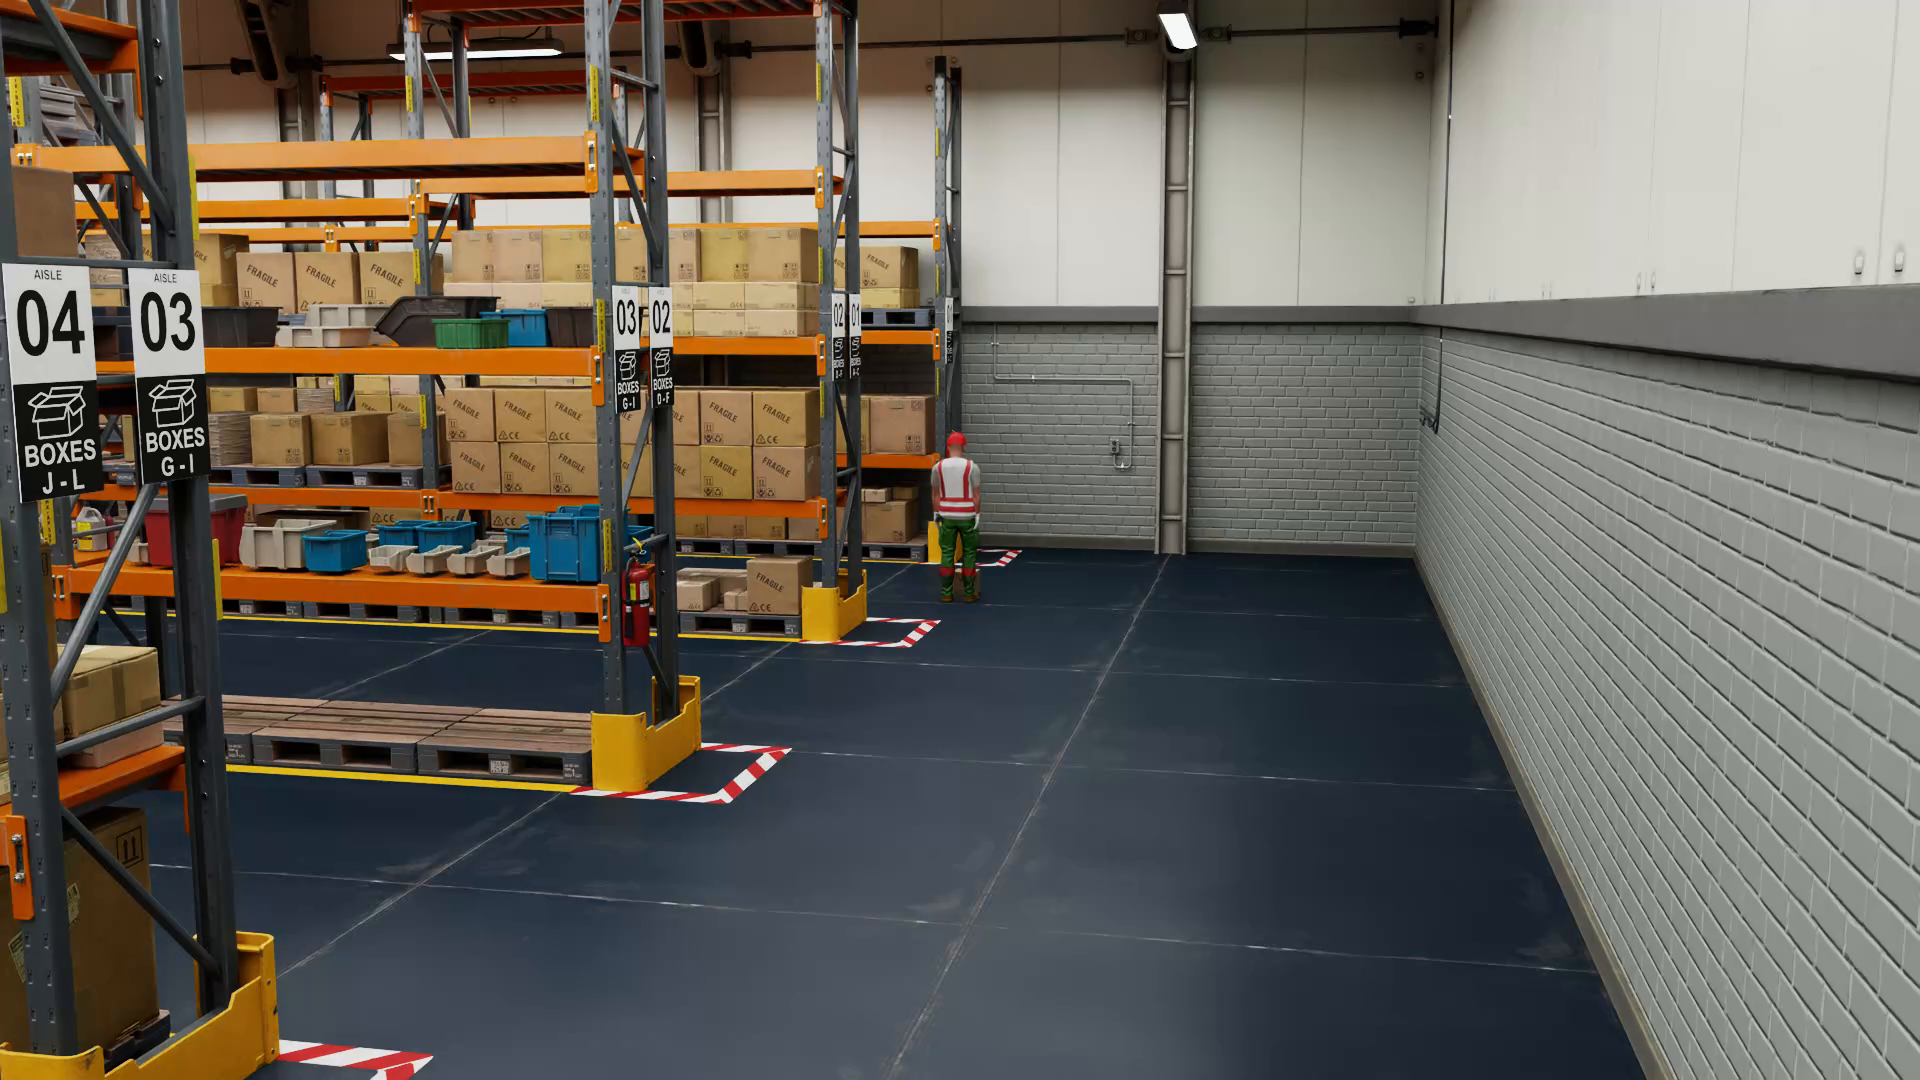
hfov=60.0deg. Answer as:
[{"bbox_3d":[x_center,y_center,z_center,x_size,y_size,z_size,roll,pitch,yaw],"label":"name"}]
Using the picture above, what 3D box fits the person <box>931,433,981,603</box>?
[{"bbox_3d":[-0.033,-0.239,17.493,0.528,1.776,0.358,2,8,12],"label":"person"}]
